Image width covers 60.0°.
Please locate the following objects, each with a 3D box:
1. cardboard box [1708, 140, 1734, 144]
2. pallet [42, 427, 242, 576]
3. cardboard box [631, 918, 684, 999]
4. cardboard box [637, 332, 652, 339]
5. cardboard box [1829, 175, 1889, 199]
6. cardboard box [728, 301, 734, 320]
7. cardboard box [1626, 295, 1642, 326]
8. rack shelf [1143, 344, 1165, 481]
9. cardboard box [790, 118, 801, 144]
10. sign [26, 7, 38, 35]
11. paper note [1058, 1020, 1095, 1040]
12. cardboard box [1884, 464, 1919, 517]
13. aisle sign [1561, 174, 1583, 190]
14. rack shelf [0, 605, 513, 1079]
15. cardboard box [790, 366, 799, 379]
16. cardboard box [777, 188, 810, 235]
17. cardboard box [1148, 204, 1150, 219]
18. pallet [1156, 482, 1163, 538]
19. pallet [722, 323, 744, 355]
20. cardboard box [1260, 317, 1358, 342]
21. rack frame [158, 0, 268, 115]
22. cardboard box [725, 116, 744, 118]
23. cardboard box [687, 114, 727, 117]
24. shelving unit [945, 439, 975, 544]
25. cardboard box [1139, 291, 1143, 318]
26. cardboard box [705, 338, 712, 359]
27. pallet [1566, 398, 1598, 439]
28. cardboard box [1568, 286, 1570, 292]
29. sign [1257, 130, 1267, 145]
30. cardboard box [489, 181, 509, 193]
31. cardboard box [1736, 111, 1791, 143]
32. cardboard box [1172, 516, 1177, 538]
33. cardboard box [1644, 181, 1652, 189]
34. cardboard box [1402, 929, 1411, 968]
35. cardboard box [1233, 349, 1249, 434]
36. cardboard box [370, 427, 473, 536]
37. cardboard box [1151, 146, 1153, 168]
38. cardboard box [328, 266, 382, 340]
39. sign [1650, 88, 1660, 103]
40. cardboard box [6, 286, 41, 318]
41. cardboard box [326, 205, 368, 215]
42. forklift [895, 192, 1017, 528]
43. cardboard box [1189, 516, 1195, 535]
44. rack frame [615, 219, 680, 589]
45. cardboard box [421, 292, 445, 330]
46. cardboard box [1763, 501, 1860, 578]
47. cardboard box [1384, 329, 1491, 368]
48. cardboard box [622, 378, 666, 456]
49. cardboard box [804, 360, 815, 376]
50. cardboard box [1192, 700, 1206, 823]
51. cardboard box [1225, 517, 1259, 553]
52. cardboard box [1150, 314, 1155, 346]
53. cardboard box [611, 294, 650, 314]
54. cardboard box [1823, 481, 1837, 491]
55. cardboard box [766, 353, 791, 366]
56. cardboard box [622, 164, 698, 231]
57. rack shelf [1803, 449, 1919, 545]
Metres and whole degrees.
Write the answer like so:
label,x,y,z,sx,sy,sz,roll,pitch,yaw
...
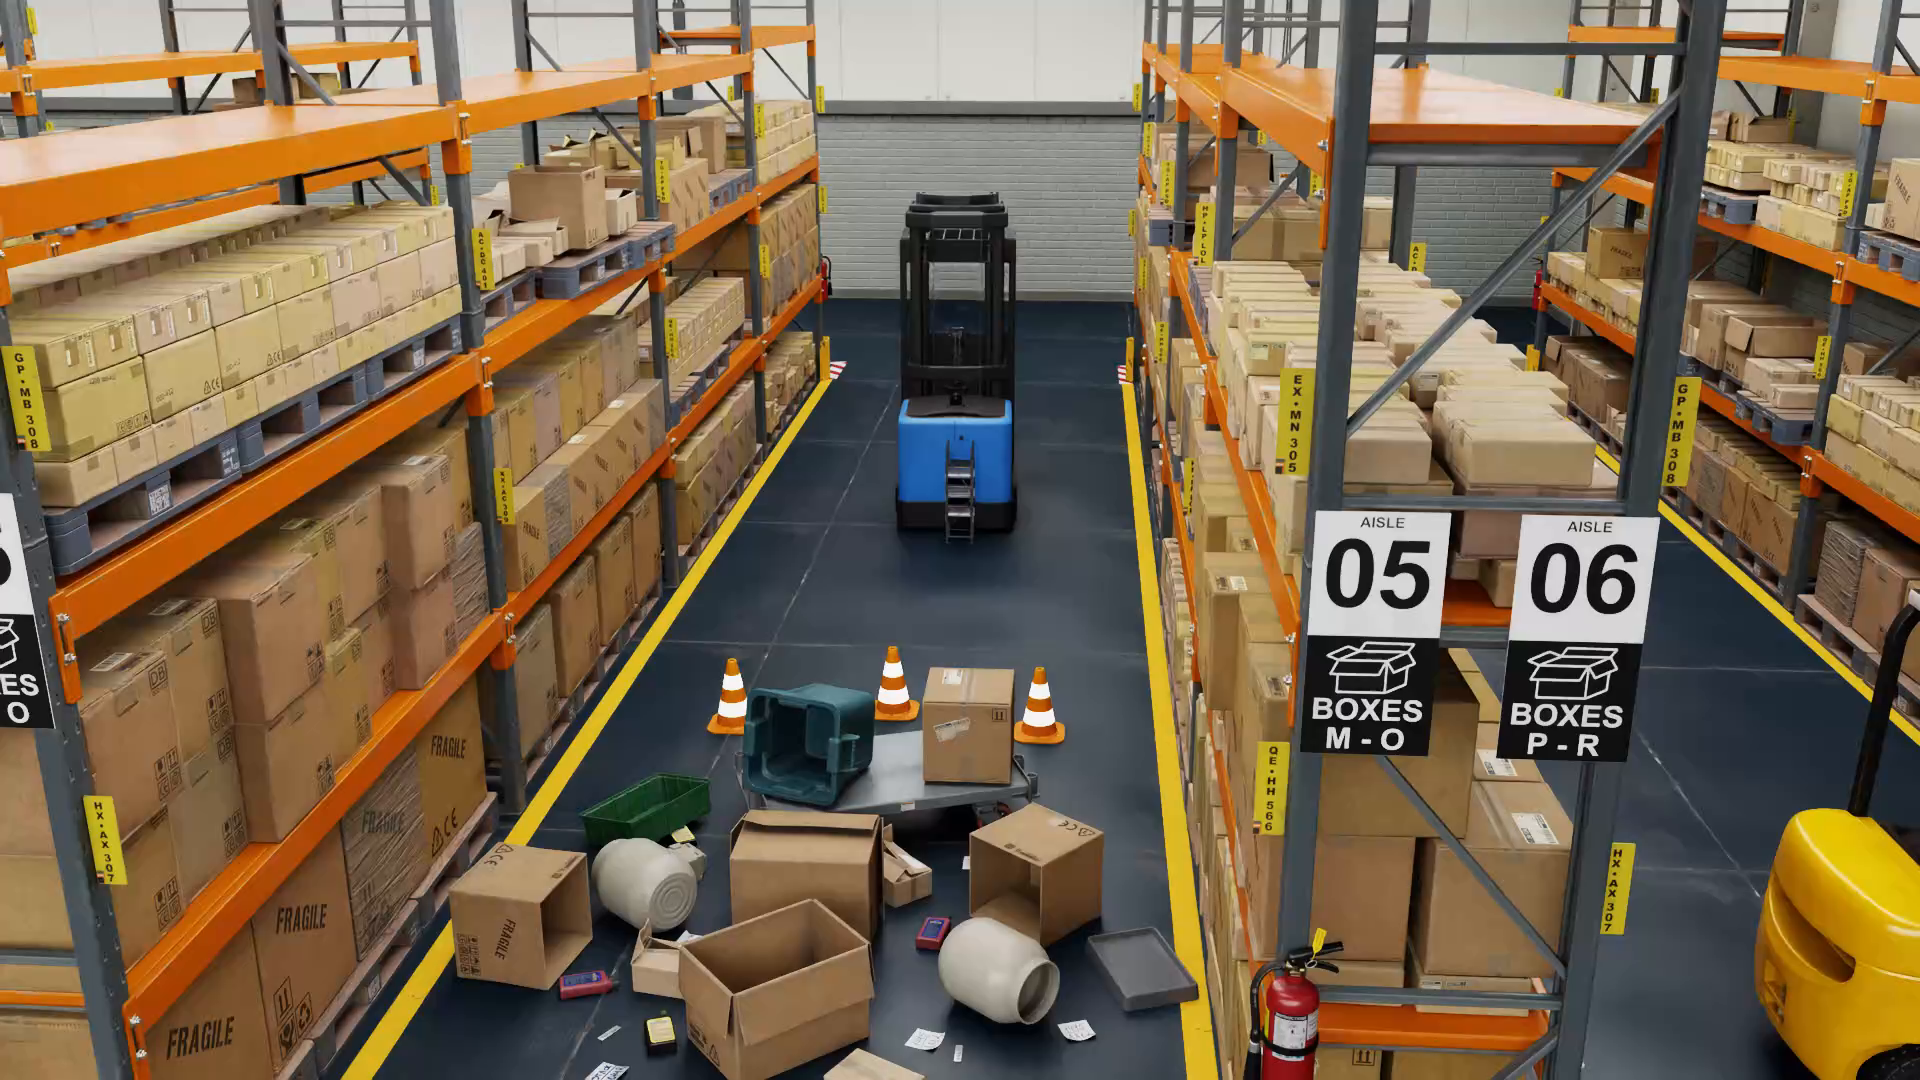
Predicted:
label,x,y,z,sx,sy,sz,roll,pitch,yaw
cardboard box,6.951,-3.630,15.458,0.380,0.149,0.250,2,18,5
pallet,-3.355,-0.179,5.977,1.003,0.211,1.213,1,18,4
cardboard box,-1.398,2.067,8.189,0.396,0.266,0.258,4,19,13
cardboard box,-2.582,-1.635,13.870,0.380,0.149,0.250,1,18,2
cardboard box,6.801,-2.659,12.527,0.380,0.149,0.250,2,18,6
cardboard box,-2.408,-2.227,16.153,0.380,0.149,0.250,2,18,6
cardboard box,7.151,-2.337,17.001,0.500,0.250,0.500,2,18,5
rack shelf,2.263,-1.250,15.075,1.077,0.370,4.000,1,18,4
cardboard box,-2.105,-4.659,18.946,0.500,0.250,0.500,2,18,5
sign,-11.581,-6.477,20.757,0.100,0.325,0.005,1,18,4
paper note,0.552,2.306,7.835,0.142,0.019,0.148,-5,19,-15
cardboard box,6.725,-0.341,11.387,0.500,0.250,0.500,1,18,2
aisle sign,7.357,-4.609,19.996,0.394,0.787,0.004,1,18,4
rack shelf,-3.255,1.156,7.734,1.077,0.370,4.000,1,18,4
cardboard box,-2.101,-1.948,19.478,0.380,0.149,0.250,2,18,7
cardboard box,-2.072,-3.893,19.743,0.500,0.500,0.500,1,18,2
cardboard box,2.269,-3.619,18.342,0.380,0.149,0.250,1,18,4
pallet,2.342,-0.266,15.397,1.003,0.211,1.213,1,18,4
pallet,-2.738,-1.967,16.416,1.003,0.211,1.213,1,18,4
cardboard box,1.456,-0.838,6.969,0.380,0.149,0.250,2,18,5
rack frame,-7.478,-5.285,16.600,1.000,3.000,0.127,1,18,4
cardboard box,-2.261,-4.321,17.273,0.380,0.149,0.250,1,18,3
cardboard box,-2.667,-4.414,17.558,0.380,0.149,0.250,2,18,6
shelving unit,0.001,-0.430,14.791,0.258,0.900,0.210,1,18,4
cardboard box,2.238,-2.727,18.266,0.500,0.500,0.500,1,18,3
cardboard box,-2.478,-1.757,15.197,0.380,0.149,0.250,1,18,2
pallet,7.493,-1.371,18.769,1.003,0.211,1.213,1,18,4
cardboard box,7.391,-2.968,19.566,0.380,0.149,0.250,1,18,3
sign,2.949,-4.024,16.235,0.100,0.325,0.005,1,18,4
cardboard box,-3.096,-2.460,12.104,0.500,0.311,0.500,1,18,4
cardboard box,7.418,-3.815,15.357,0.396,0.266,0.258,1,18,4
cardboard box,2.252,-0.373,13.982,0.875,0.875,0.875,1,18,3
cardboard box,7.110,-3.603,16.689,0.380,0.149,0.250,1,18,4
cardboard box,1.781,1.454,6.072,0.380,0.149,0.250,2,18,5
cardboard box,1.418,-0.621,6.946,0.500,0.250,0.500,1,18,4
cardboard box,-3.172,-0.278,8.979,0.875,0.550,0.550,1,18,4
cardboard box,2.022,-3.626,15.897,0.396,0.266,0.258,1,18,3
cardboard box,-2.965,-1.079,7.510,0.500,0.250,0.500,1,18,3
sign,8.197,-5.173,19.654,0.100,0.325,0.005,1,18,4
cardboard box,-3.658,-0.847,6.161,0.380,0.149,0.250,2,18,5
cardboard box,-7.531,-3.804,20.275,0.500,0.500,0.500,1,18,3
forklift,-0.014,-1.906,16.033,1.130,2.935,3.031,0,18,1
cardboard box,1.614,-0.137,10.252,0.380,0.149,0.250,1,18,3
rack frame,-2.825,-1.050,13.309,1.000,3.000,0.127,1,18,4
cardboard box,-2.836,-1.162,8.403,0.380,0.149,0.250,2,18,5
cardboard box,6.887,-0.009,13.472,0.500,0.500,0.500,2,18,6
cardboard box,1.916,-0.749,6.696,0.380,0.149,0.250,2,18,5
cardboard box,-2.589,-0.951,12.848,0.500,0.500,0.500,1,18,4
cardboard box,-1.998,-2.129,20.507,0.380,0.149,0.250,2,18,6
cardboard box,1.522,1.200,8.981,0.500,0.500,0.500,2,18,7
cardboard box,1.517,0.217,7.199,0.700,0.500,0.500,1,18,4
cardboard box,2.022,-1.930,15.434,0.500,0.250,0.500,2,18,5
cardboard box,-3.098,-2.219,15.653,0.380,0.149,0.250,1,18,3
cardboard box,7.403,-0.497,13.920,0.380,0.149,0.250,2,18,5
cardboard box,-2.179,-2.089,19.428,0.380,0.149,0.250,1,18,2
cardboard box,-2.490,-2.849,13.824,0.500,0.500,0.500,1,18,4
rack shelf,6.928,0.102,10.949,1.077,0.370,4.000,1,18,4
